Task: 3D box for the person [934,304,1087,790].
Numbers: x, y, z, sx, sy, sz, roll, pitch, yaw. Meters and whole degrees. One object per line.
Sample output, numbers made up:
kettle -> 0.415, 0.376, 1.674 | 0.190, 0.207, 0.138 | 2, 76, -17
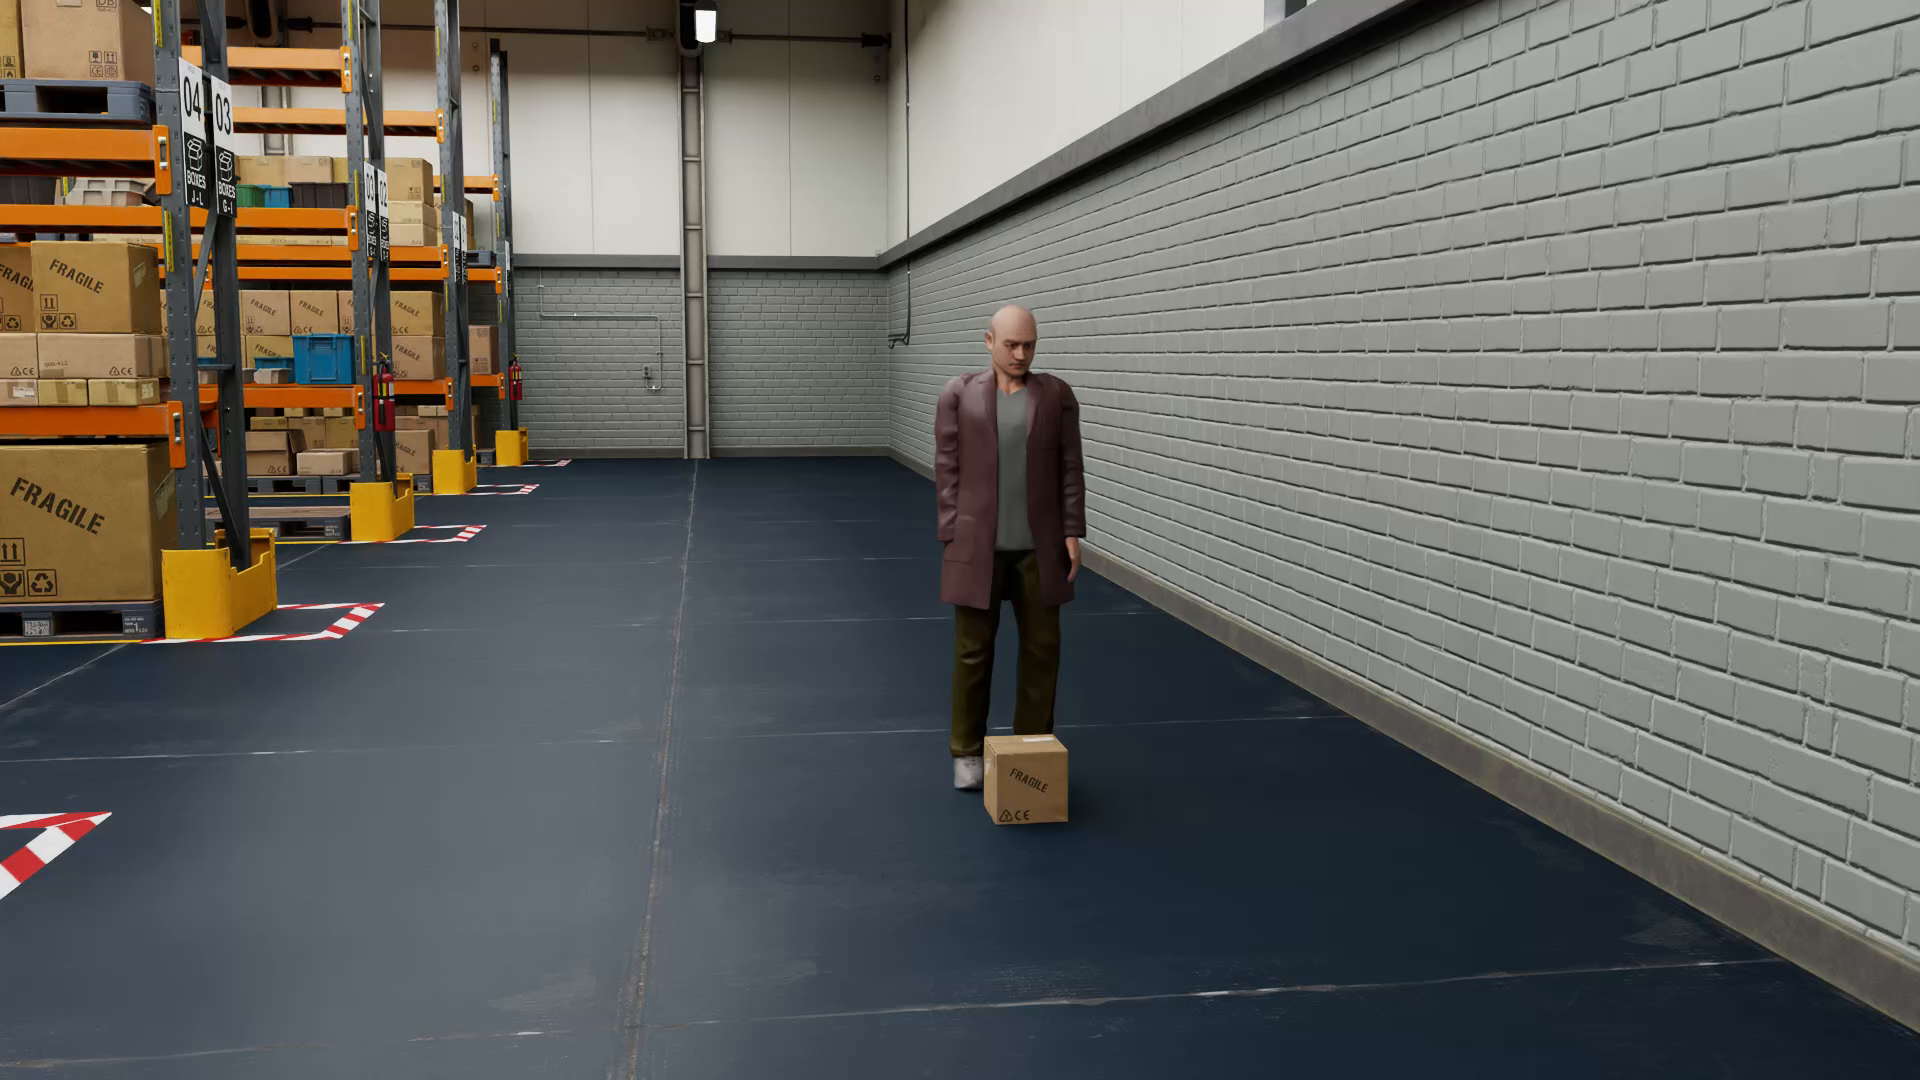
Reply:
person -> 0.192, 0.022, 6.146 | 0.563, 1.776, 0.384 | -1, 6, -8
